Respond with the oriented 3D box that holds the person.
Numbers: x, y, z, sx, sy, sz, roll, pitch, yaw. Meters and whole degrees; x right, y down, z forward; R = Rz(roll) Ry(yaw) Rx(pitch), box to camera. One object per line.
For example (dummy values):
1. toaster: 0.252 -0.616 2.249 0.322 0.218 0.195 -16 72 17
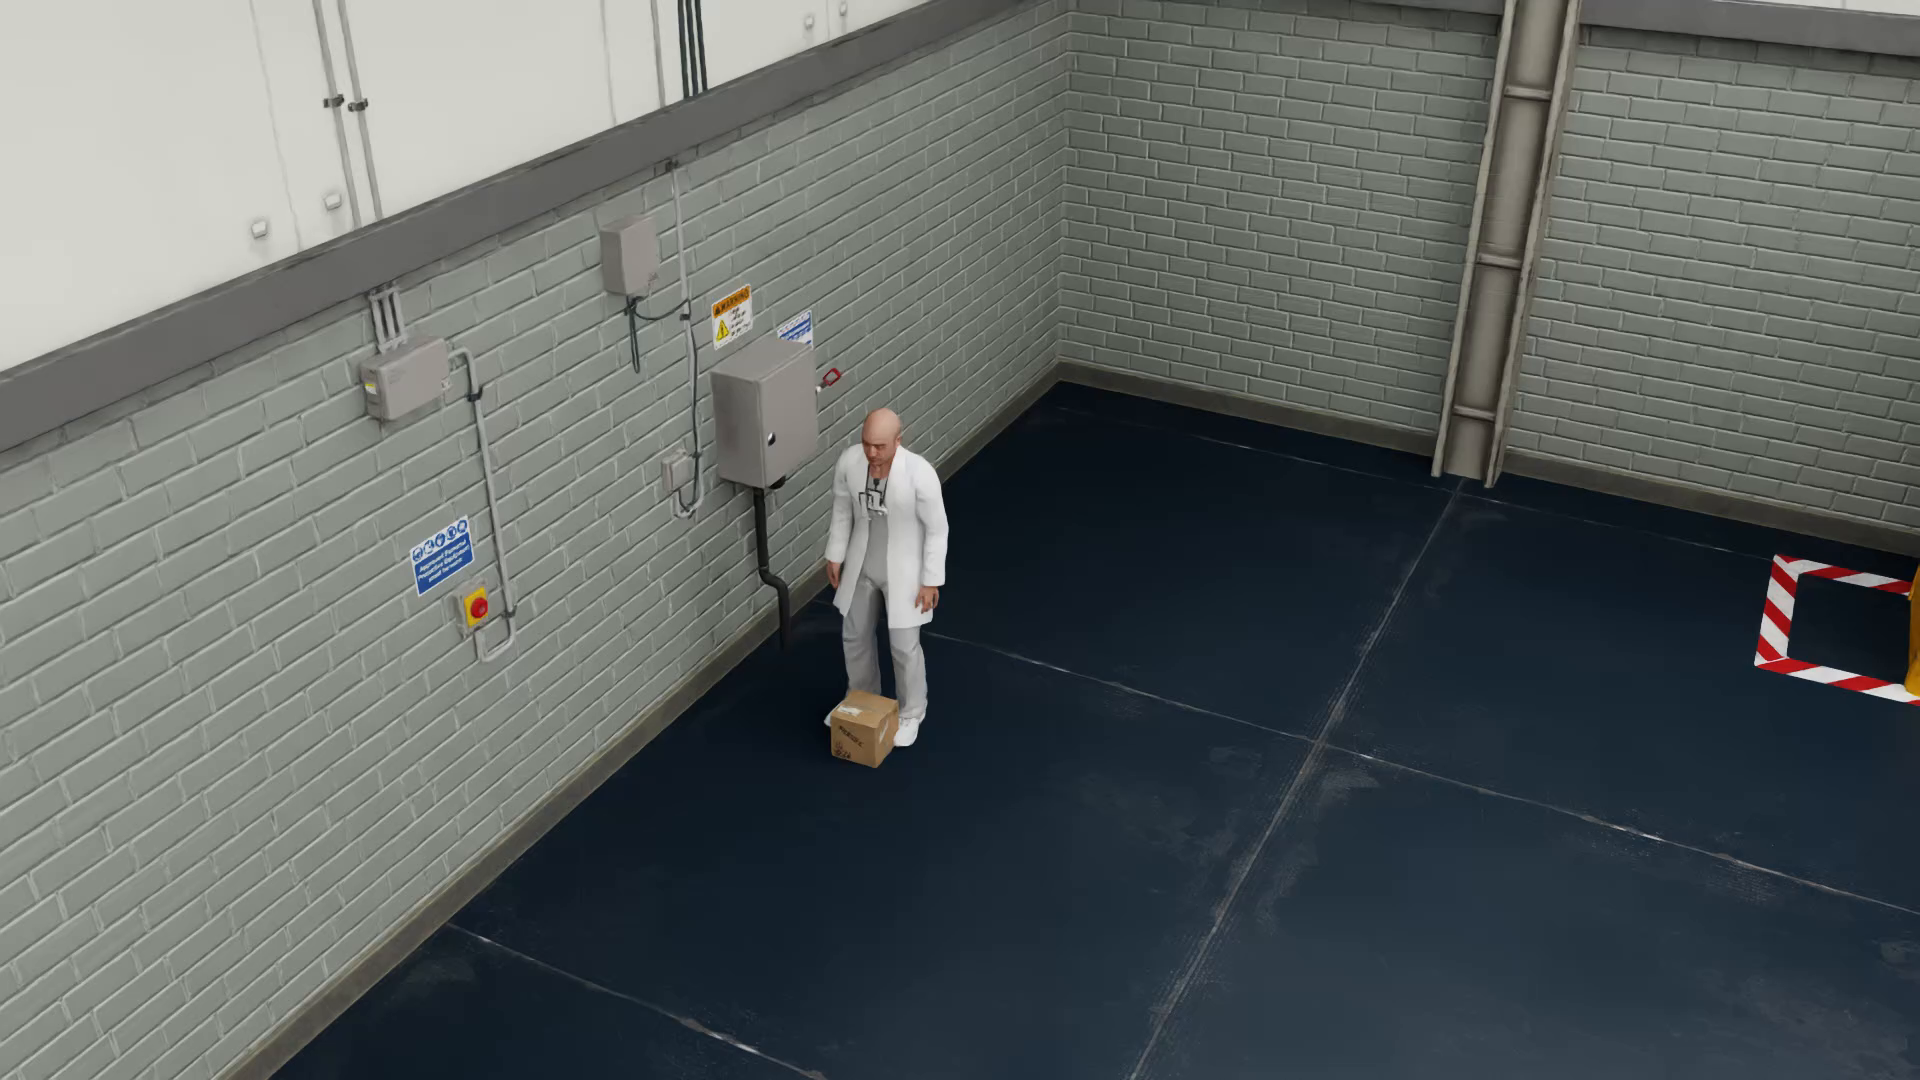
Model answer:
1. person: -0.363 0.154 8.042 0.642 1.773 0.424 13 32 22
